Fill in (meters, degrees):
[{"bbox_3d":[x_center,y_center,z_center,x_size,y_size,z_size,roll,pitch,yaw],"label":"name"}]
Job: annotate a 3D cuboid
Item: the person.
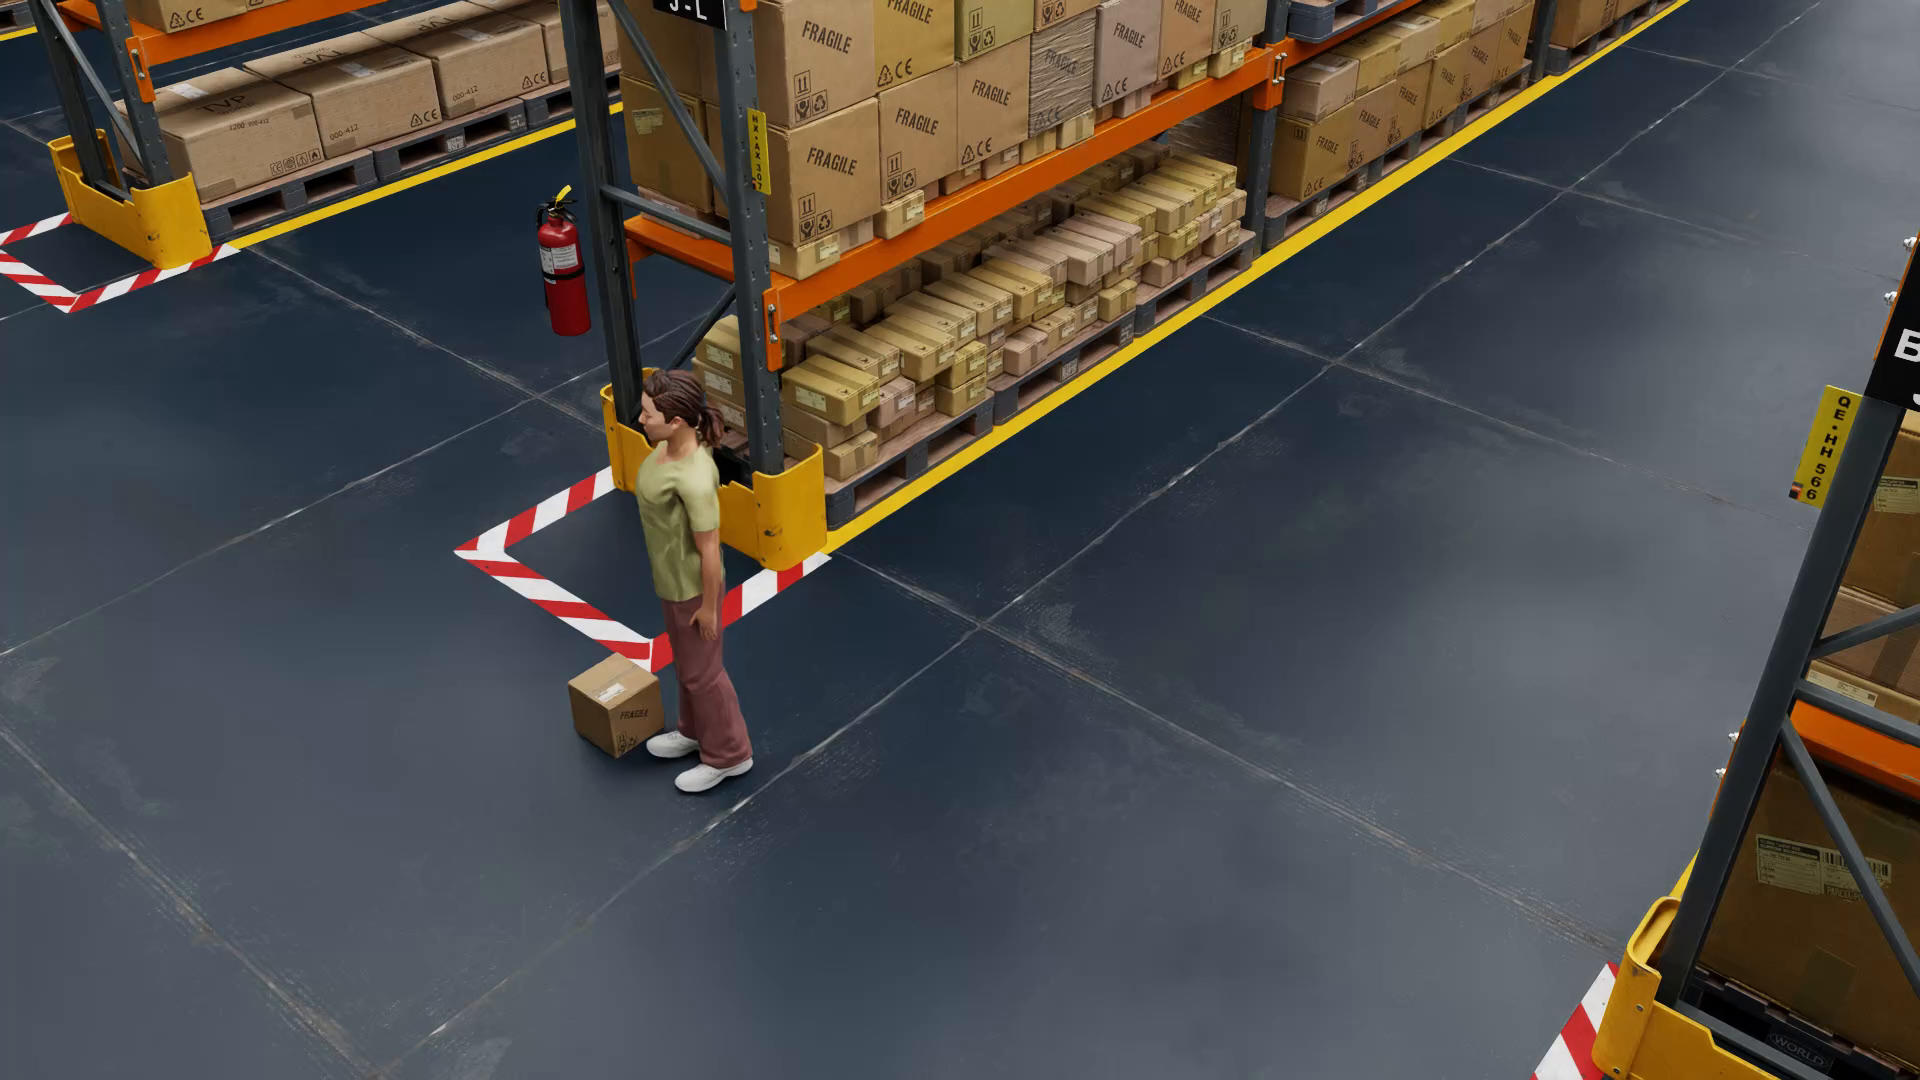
[{"bbox_3d":[-0.987,0.142,5.932,0.424,1.675,0.473,-7,36,-9],"label":"person"}]
